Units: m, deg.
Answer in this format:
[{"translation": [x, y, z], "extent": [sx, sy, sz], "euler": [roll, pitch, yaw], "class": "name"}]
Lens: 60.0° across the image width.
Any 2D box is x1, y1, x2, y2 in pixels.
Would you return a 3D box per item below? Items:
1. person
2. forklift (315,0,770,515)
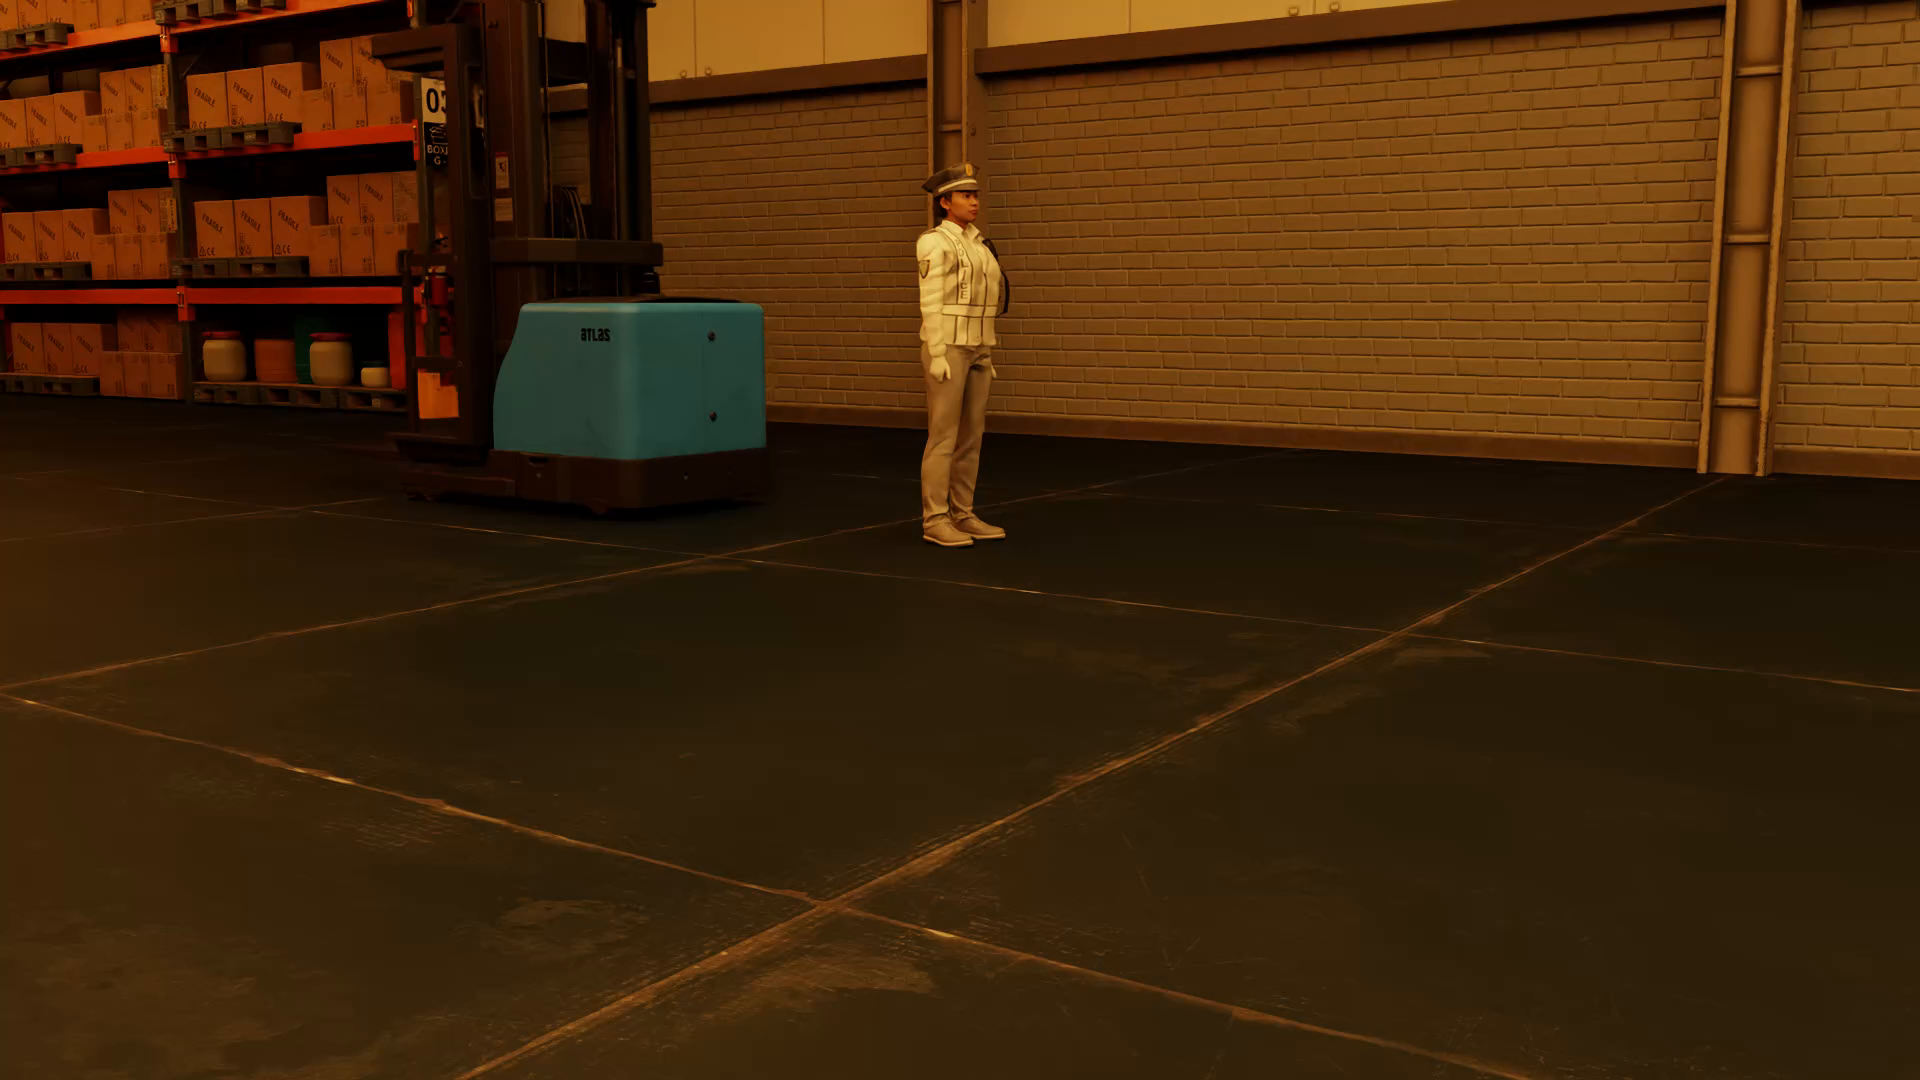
[{"translation": [0.003, -0.836, 7.490], "extent": [0.354, 1.694, 0.461], "euler": [5, 10, 34], "class": "person"}, {"translation": [-2.500, -1.714, 9.250], "extent": [3.031, 2.935, 1.130], "euler": [6, 10, 37], "class": "forklift"}]
